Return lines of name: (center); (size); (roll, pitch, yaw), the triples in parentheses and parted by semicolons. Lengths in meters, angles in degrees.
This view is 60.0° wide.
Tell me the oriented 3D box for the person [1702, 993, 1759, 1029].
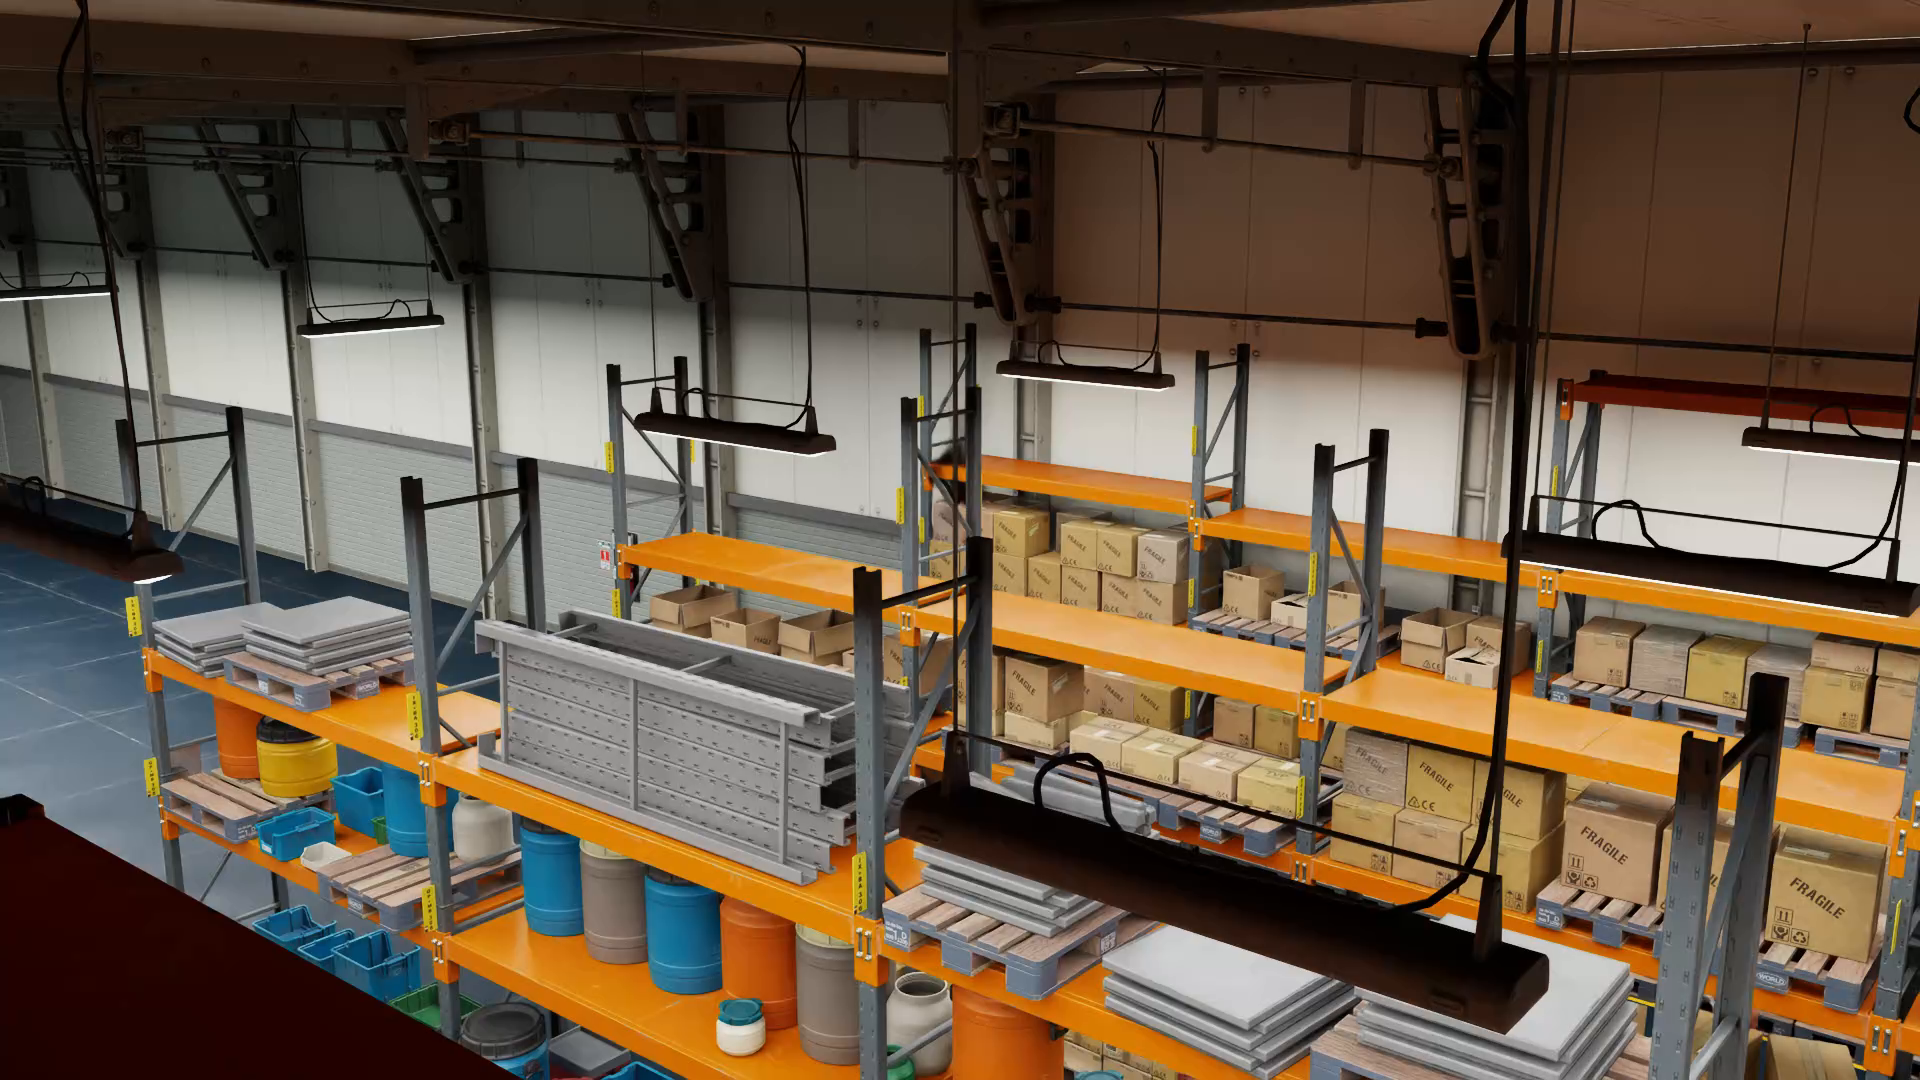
person: (6.385, 4.135, 13.878); (0.773, 1.766, 0.649); (10, 16, 38)
